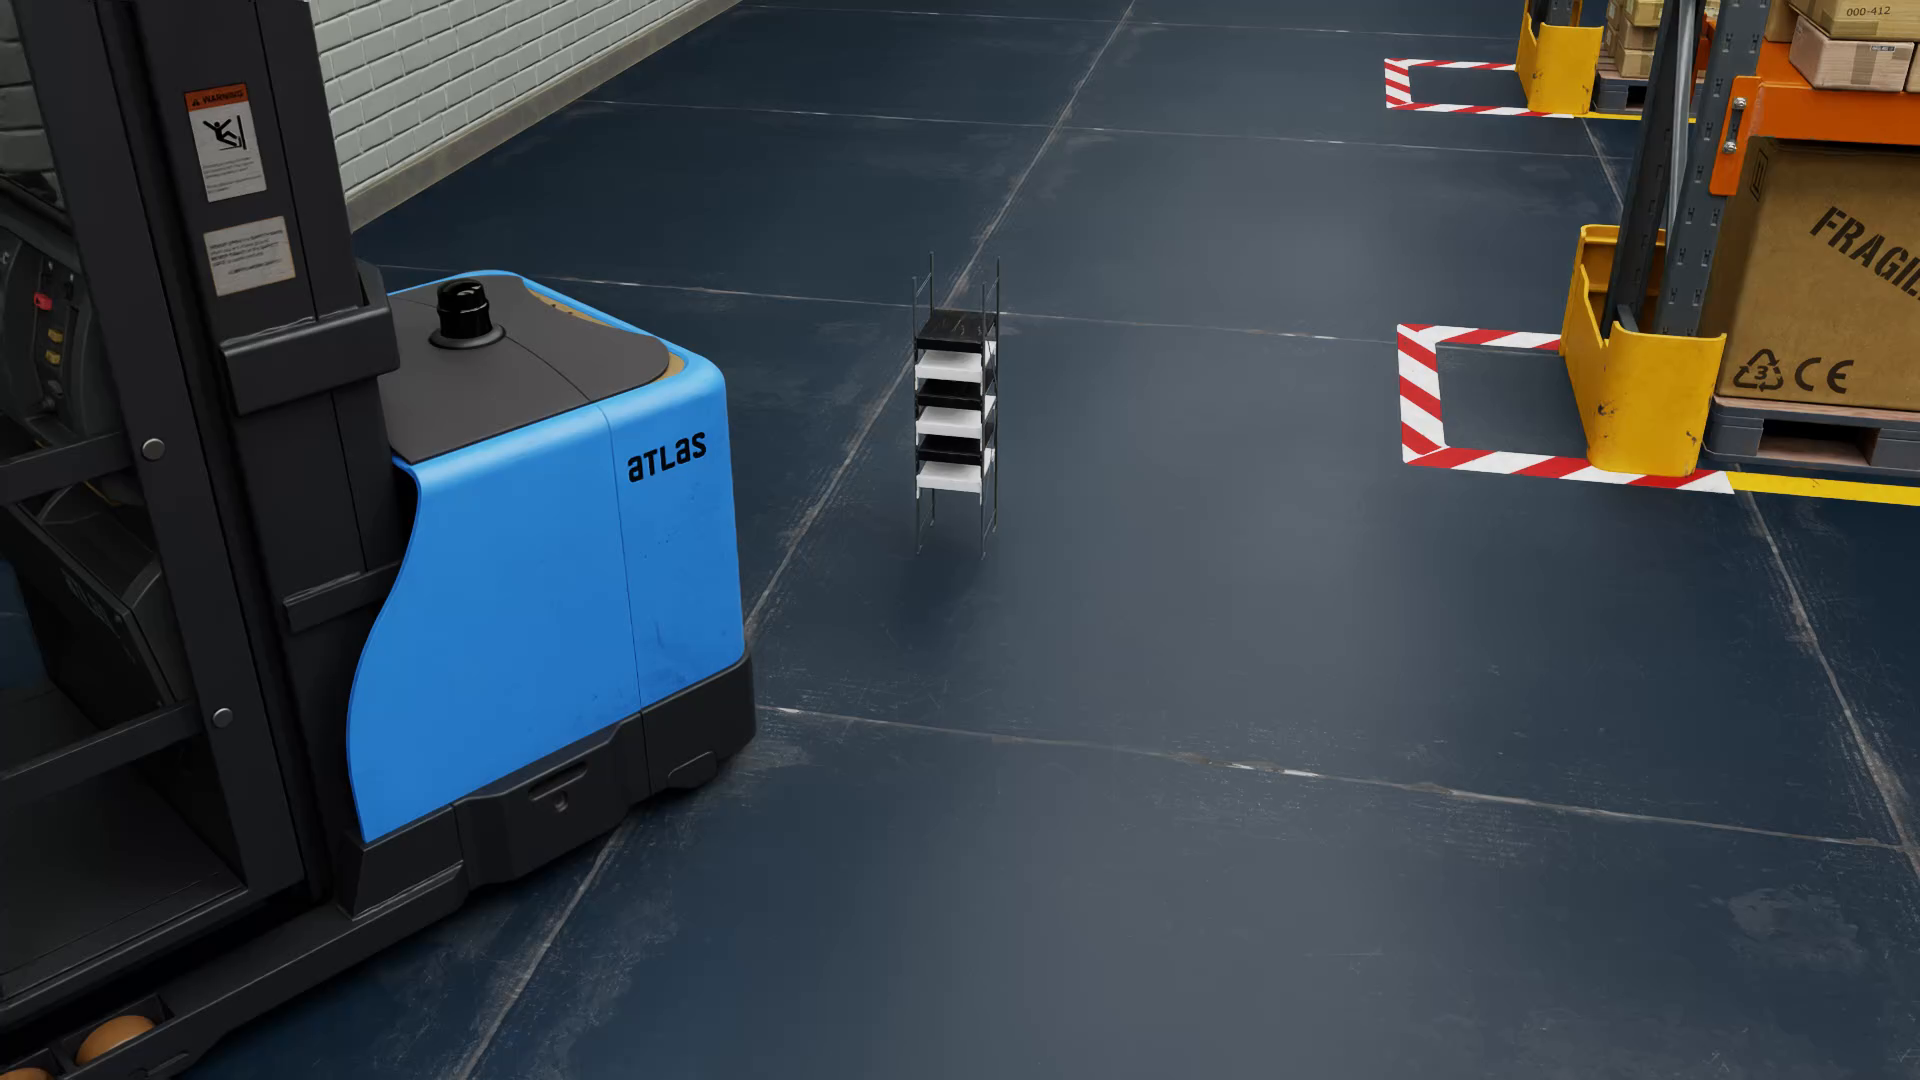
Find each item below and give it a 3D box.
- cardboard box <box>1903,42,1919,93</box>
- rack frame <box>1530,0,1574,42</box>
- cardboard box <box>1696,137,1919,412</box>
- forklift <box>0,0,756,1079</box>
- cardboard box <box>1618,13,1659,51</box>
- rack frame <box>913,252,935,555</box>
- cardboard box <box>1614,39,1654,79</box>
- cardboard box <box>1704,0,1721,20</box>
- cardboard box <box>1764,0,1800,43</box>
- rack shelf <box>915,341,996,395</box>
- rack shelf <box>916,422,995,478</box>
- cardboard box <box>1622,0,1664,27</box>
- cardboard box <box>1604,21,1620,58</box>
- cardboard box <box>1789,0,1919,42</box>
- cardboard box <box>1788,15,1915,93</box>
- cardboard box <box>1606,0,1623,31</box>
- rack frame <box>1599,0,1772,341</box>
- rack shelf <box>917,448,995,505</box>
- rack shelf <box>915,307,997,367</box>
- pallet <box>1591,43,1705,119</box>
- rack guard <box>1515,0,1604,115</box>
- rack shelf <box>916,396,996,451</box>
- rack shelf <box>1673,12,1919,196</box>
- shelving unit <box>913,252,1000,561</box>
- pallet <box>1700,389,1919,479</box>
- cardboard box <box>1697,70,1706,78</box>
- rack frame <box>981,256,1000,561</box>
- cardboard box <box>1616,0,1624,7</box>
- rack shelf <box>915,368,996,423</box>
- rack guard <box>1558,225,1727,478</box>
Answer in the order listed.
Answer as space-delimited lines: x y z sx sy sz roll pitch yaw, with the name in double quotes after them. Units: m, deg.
3.001 -1.484 5.099 0.250 0.149 0.380 5 29 10 "cardboard box"
3.606 -4.129 9.668 0.127 3.000 1.000 6 29 11 "rack frame"
3.114 -1.035 5.793 0.875 0.875 0.875 6 29 11 "cardboard box"
-1.914 -0.402 2.932 3.031 2.935 1.130 -26 38 -38 "forklift"
4.065 -3.020 9.864 0.250 0.149 0.380 7 29 13 "cardboard box"
-0.107 -0.406 5.054 0.006 0.900 0.240 6 29 11 "rack frame"
4.051 -2.860 9.882 0.250 0.149 0.380 6 29 12 "cardboard box"
4.342 -3.140 9.775 0.250 0.149 0.380 6 29 11 "cardboard box"
2.888 -1.819 5.710 0.250 0.149 0.380 6 29 12 "cardboard box"
-0.008 -0.524 4.965 0.200 0.077 0.258 6 29 11 "rack shelf"
-0.008 -0.287 5.095 0.200 0.077 0.258 6 29 11 "rack shelf"
4.047 -3.112 9.722 0.250 0.149 0.380 5 29 8 "cardboard box"
4.164 -3.108 10.335 0.250 0.149 0.380 6 29 11 "cardboard box"
2.884 -1.700 5.077 0.500 0.250 0.500 5 29 9 "cardboard box"
2.750 -1.509 5.144 0.250 0.149 0.380 6 29 11 "cardboard box"
4.182 -3.274 10.329 0.250 0.149 0.380 5 29 9 "cardboard box"
2.471 -1.810 5.432 0.127 3.000 1.000 6 29 11 "rack frame"
-0.008 -0.208 5.138 0.200 0.077 0.258 6 29 11 "rack shelf"
-0.008 -0.603 4.922 0.200 0.077 0.258 6 29 11 "rack shelf"
4.467 -2.800 10.145 1.213 0.211 1.003 6 29 11 "pallet"
3.680 -3.025 10.255 0.348 0.500 1.175 6 29 11 "rack guard"
-0.008 -0.366 5.051 0.200 0.077 0.258 6 29 11 "rack shelf"
4.427 -1.294 5.239 4.000 0.370 1.077 6 29 11 "rack shelf"
-0.008 -0.396 5.035 0.210 0.900 0.258 6 29 11 "shelving unit"
3.270 -0.543 6.022 1.213 0.211 1.003 6 29 11 "pallet"
4.325 -2.872 9.904 0.250 0.149 0.380 6 29 10 "cardboard box"
0.091 -0.385 5.017 0.006 0.900 0.240 6 29 11 "rack frame"
4.177 -3.390 10.230 0.250 0.149 0.380 6 29 11 "cardboard box"
-0.008 -0.445 5.008 0.200 0.077 0.258 6 29 11 "rack shelf"
2.448 -0.716 6.037 0.348 0.500 1.175 6 29 11 "rack guard"
